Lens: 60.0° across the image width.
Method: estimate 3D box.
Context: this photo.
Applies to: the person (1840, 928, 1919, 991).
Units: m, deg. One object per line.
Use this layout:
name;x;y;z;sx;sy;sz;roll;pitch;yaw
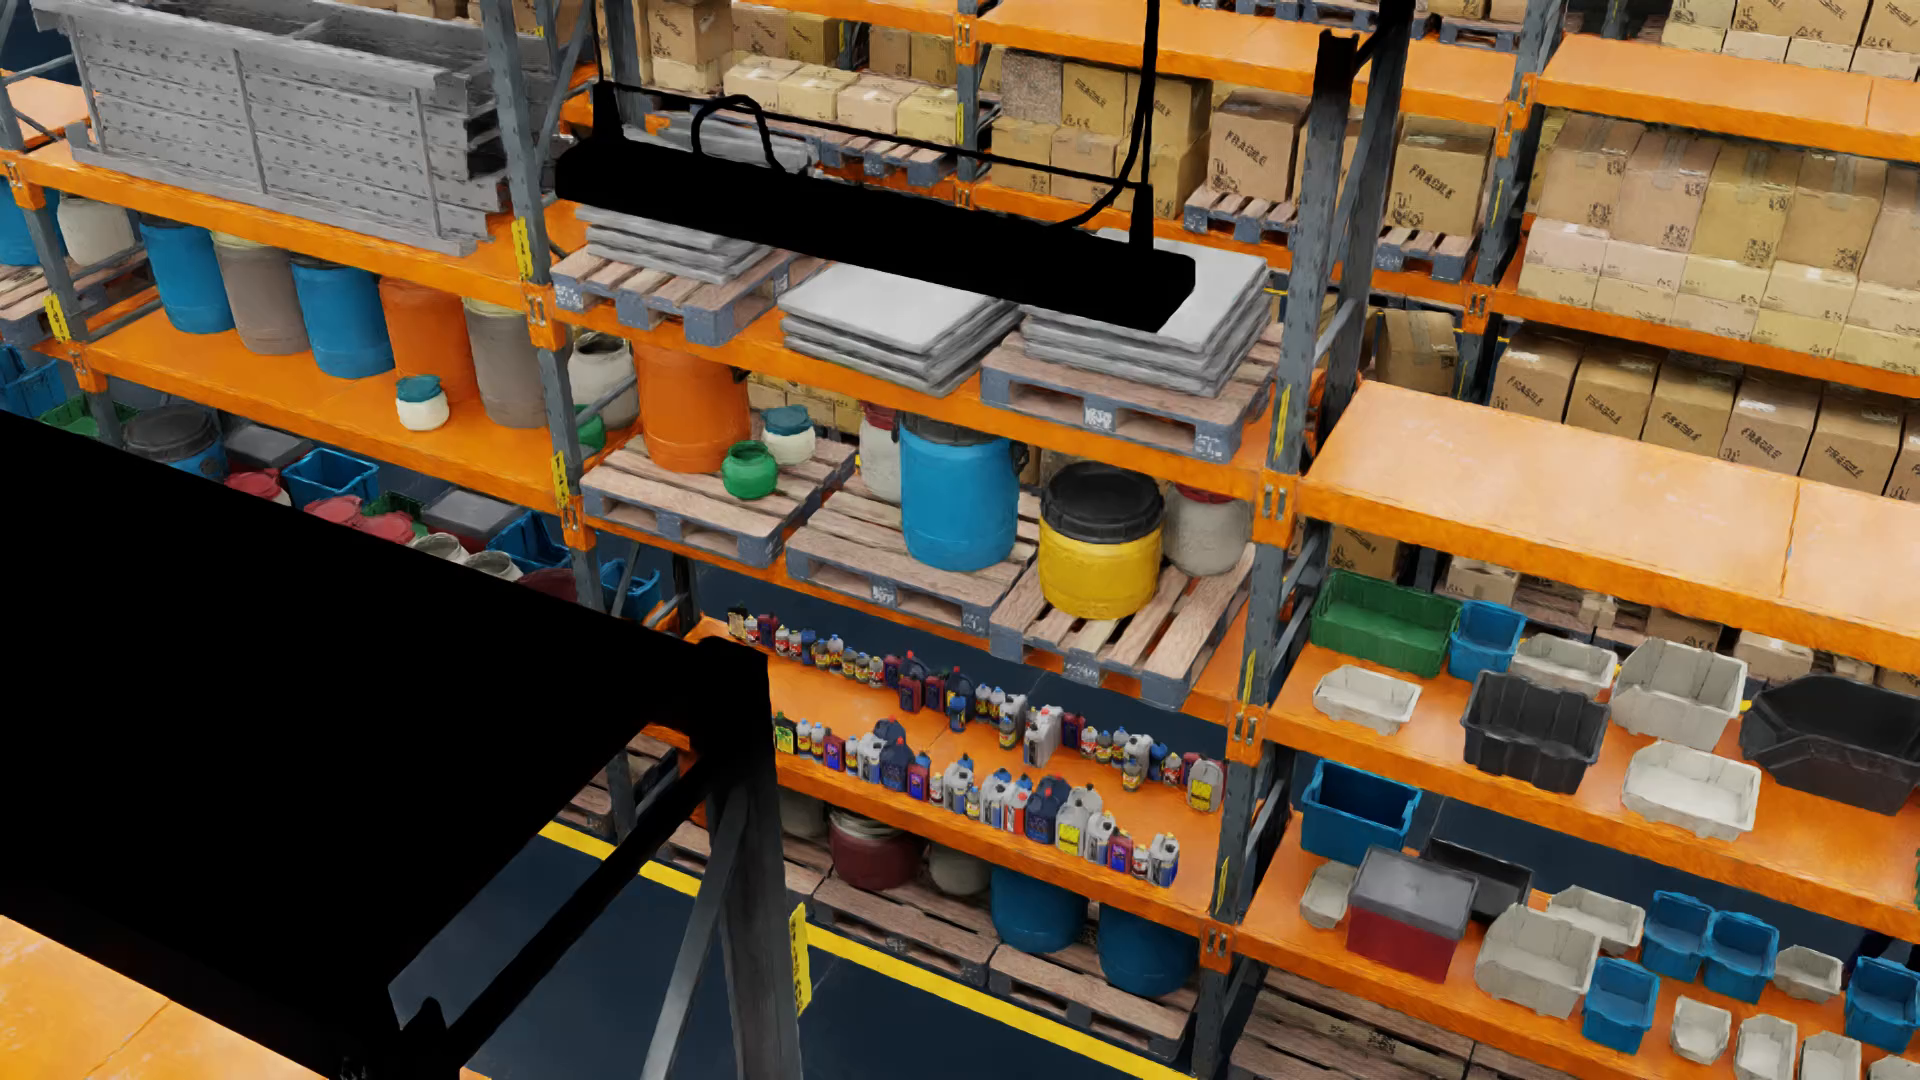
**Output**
person;5.518;2.048;9.493;0.611;1.643;0.379;8;36;11
